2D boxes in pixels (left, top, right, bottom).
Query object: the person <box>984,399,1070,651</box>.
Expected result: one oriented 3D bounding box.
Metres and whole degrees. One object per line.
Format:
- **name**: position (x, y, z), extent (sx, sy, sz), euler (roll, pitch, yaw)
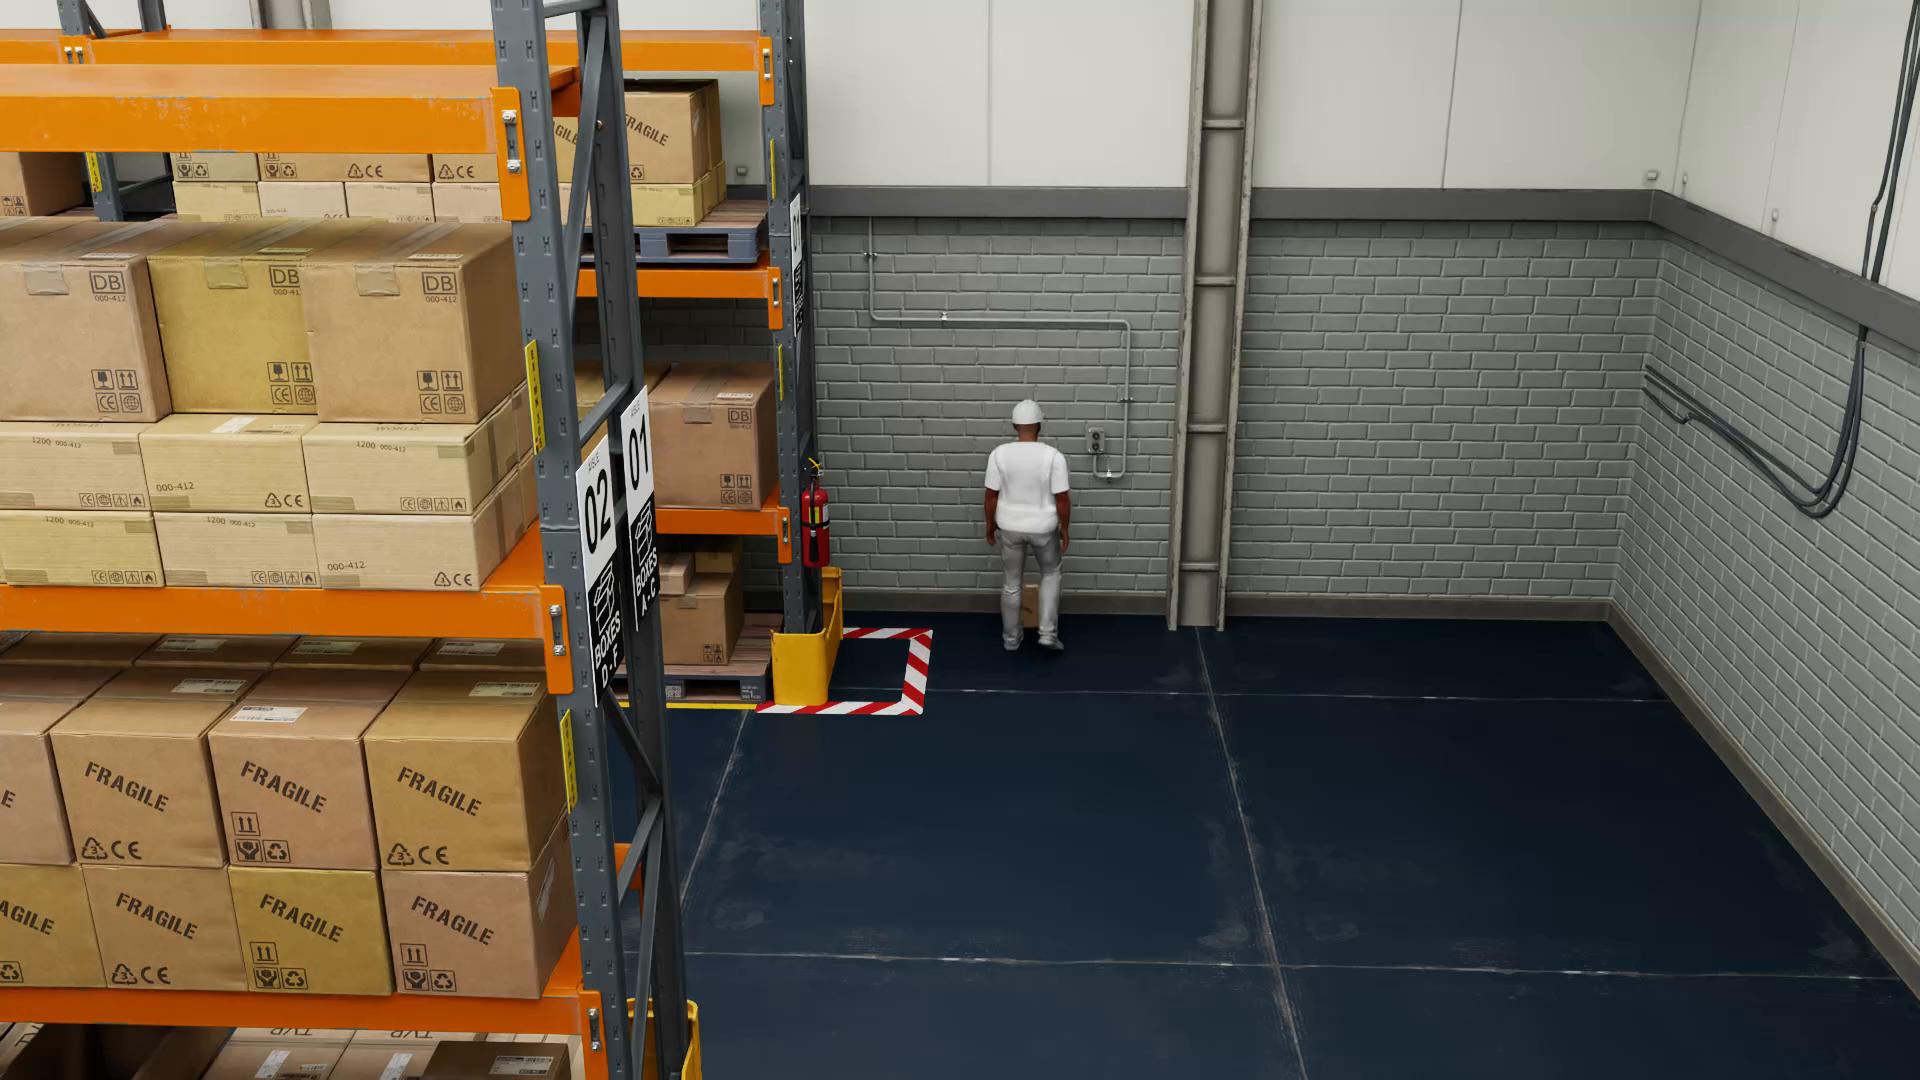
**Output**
- **person**: position (0.456, -0.079, 11.237), extent (0.582, 1.799, 0.397), euler (3, 21, 8)
